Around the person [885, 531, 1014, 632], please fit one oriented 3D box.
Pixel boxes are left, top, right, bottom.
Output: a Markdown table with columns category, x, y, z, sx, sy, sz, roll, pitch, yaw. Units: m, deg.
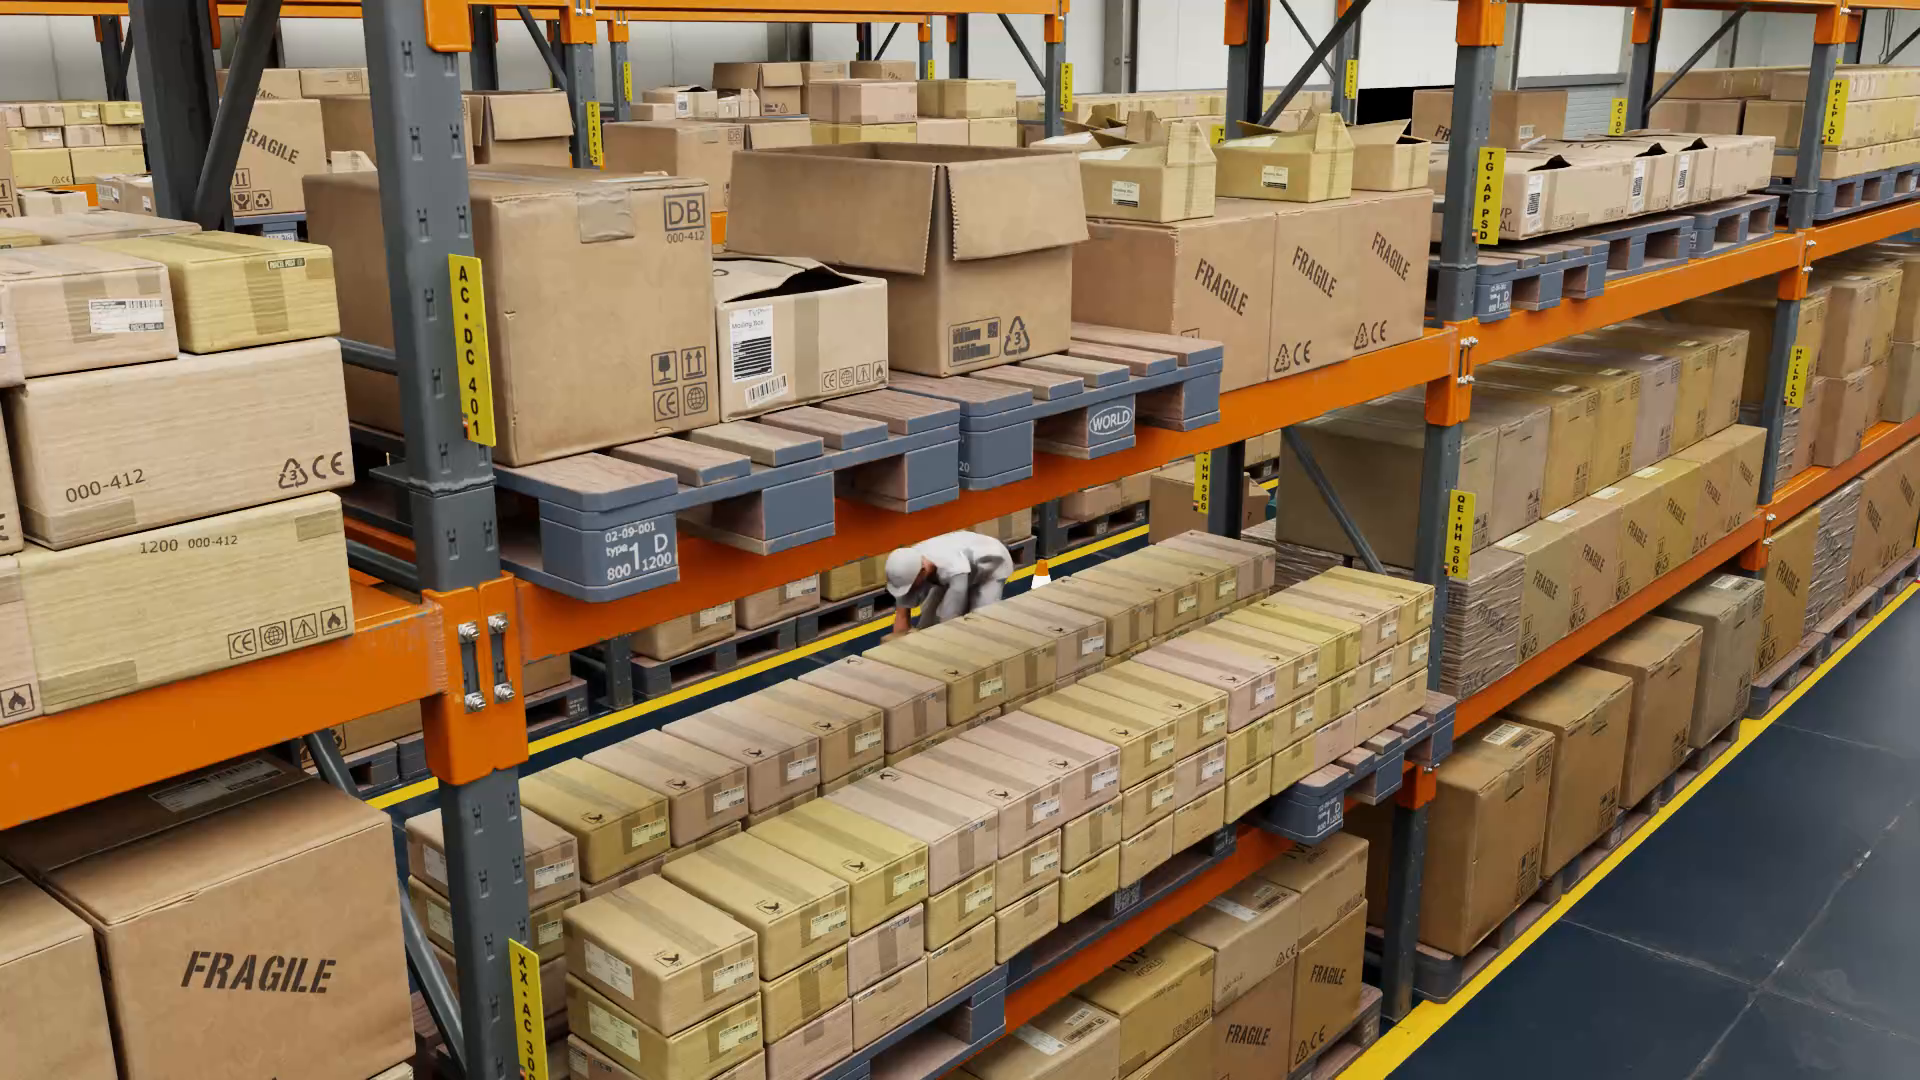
| category | x | y | z | sx | sy | sz | roll | pitch | yaw |
| --- | --- | --- | --- | --- | --- | --- | --- | --- | --- |
| person | -0.090 | 0.491 | 9.536 | 0.497 | 1.113 | 0.953 | 13 | 21 | 37 |
